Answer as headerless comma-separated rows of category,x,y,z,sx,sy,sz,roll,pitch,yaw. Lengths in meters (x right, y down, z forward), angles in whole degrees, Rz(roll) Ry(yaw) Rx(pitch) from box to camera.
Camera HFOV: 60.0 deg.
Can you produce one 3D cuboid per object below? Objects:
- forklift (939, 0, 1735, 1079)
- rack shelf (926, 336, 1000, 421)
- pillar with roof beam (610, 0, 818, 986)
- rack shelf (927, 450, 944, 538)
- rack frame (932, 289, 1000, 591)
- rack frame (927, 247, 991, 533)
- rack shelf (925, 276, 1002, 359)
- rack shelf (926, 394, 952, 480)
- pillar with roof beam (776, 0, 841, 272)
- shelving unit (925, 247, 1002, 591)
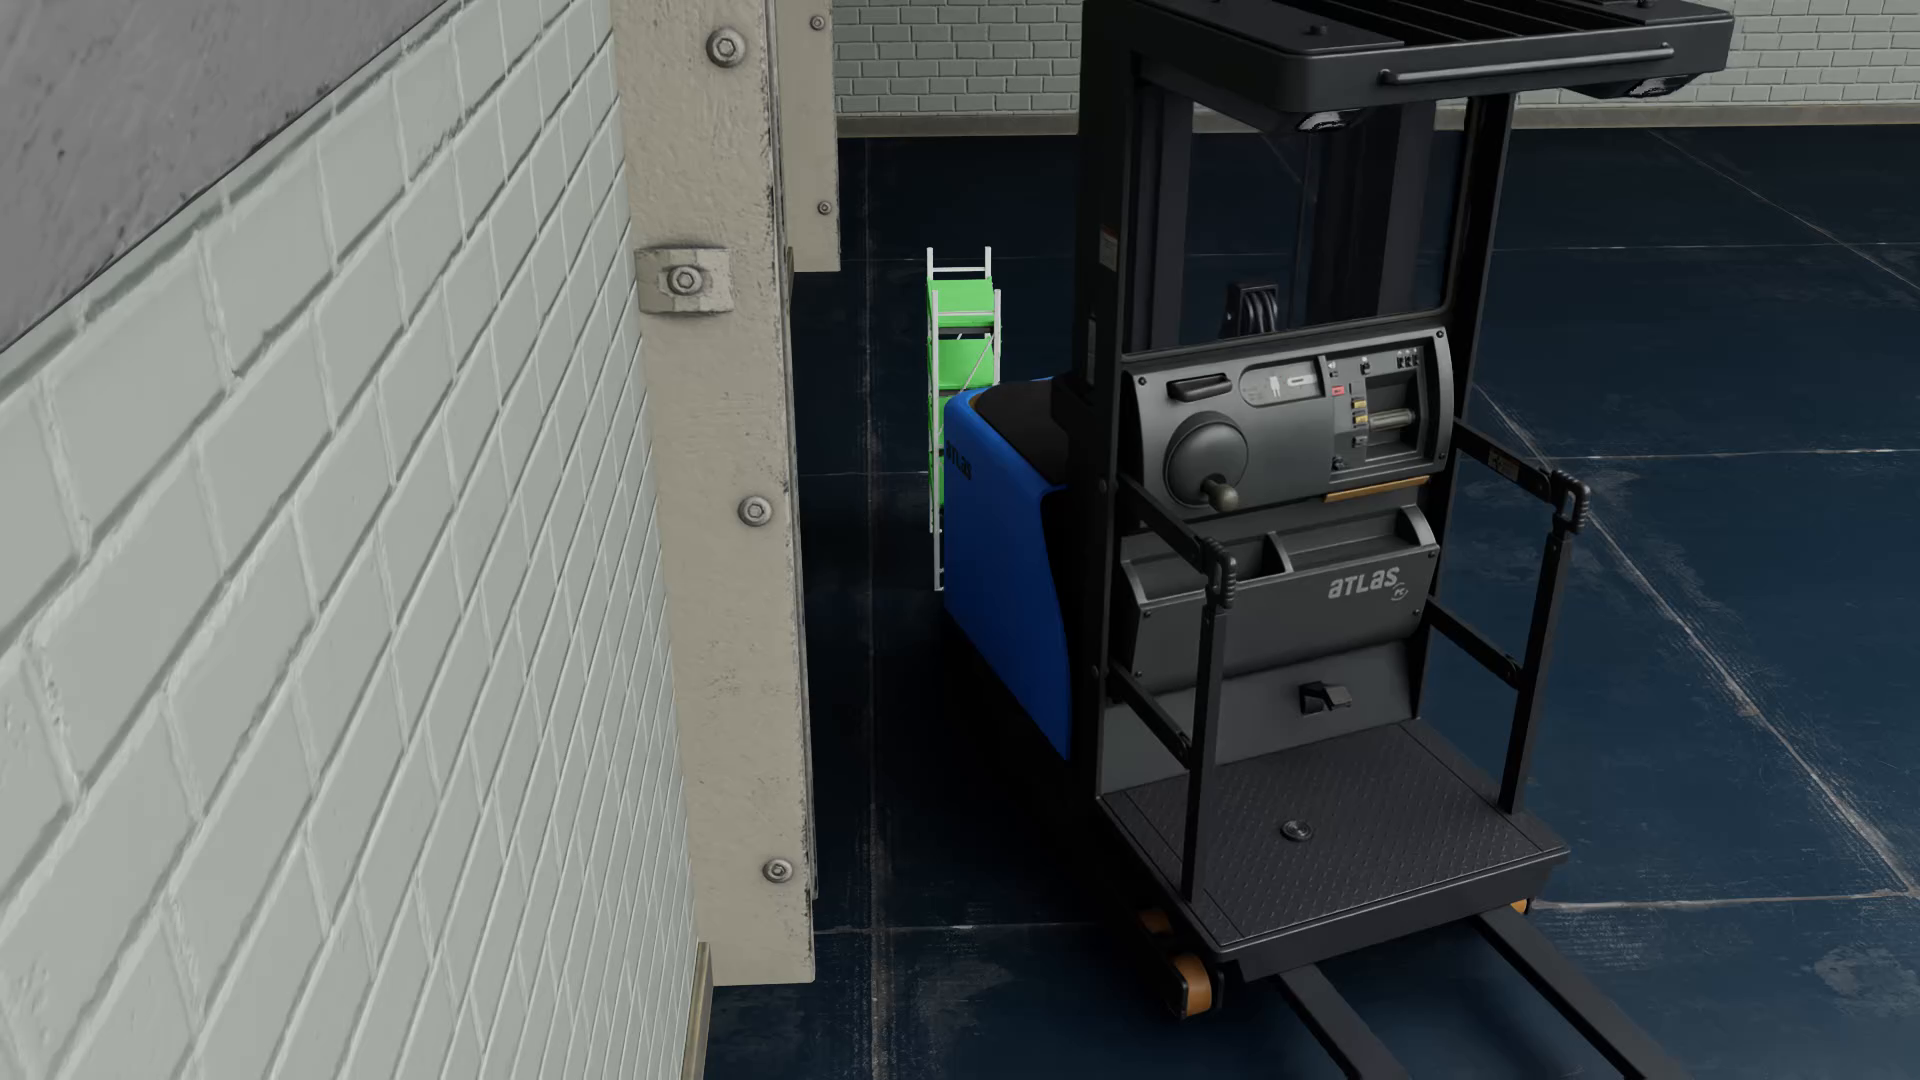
forklift,0.949,-0.273,4.104,1.130,2.935,3.031,-11,29,-19
rack shelf,0.009,-0.612,6.245,0.258,0.148,0.480,-1,28,-3
pillar with roof beam,3.744,-2.993,2.758,9.100,9.000,0.400,-1,28,-3
rack shelf,0.009,-0.186,6.466,0.258,0.148,0.480,-1,28,-3
rack frame,0.021,-0.343,6.110,0.240,1.200,0.015,-1,28,-3
rack frame,-0.004,-0.568,6.542,0.240,1.200,0.015,-1,28,-3
rack shelf,0.009,-0.824,6.134,0.258,0.148,0.480,-1,28,-3
rack shelf,0.009,-0.399,6.356,0.258,0.148,0.480,-1,28,-3
pillar with roof beam,3.430,-5.764,8.071,9.100,9.000,0.400,-1,28,-3
shelving unit,0.009,-0.456,6.326,0.258,1.200,0.503,-1,28,-3
